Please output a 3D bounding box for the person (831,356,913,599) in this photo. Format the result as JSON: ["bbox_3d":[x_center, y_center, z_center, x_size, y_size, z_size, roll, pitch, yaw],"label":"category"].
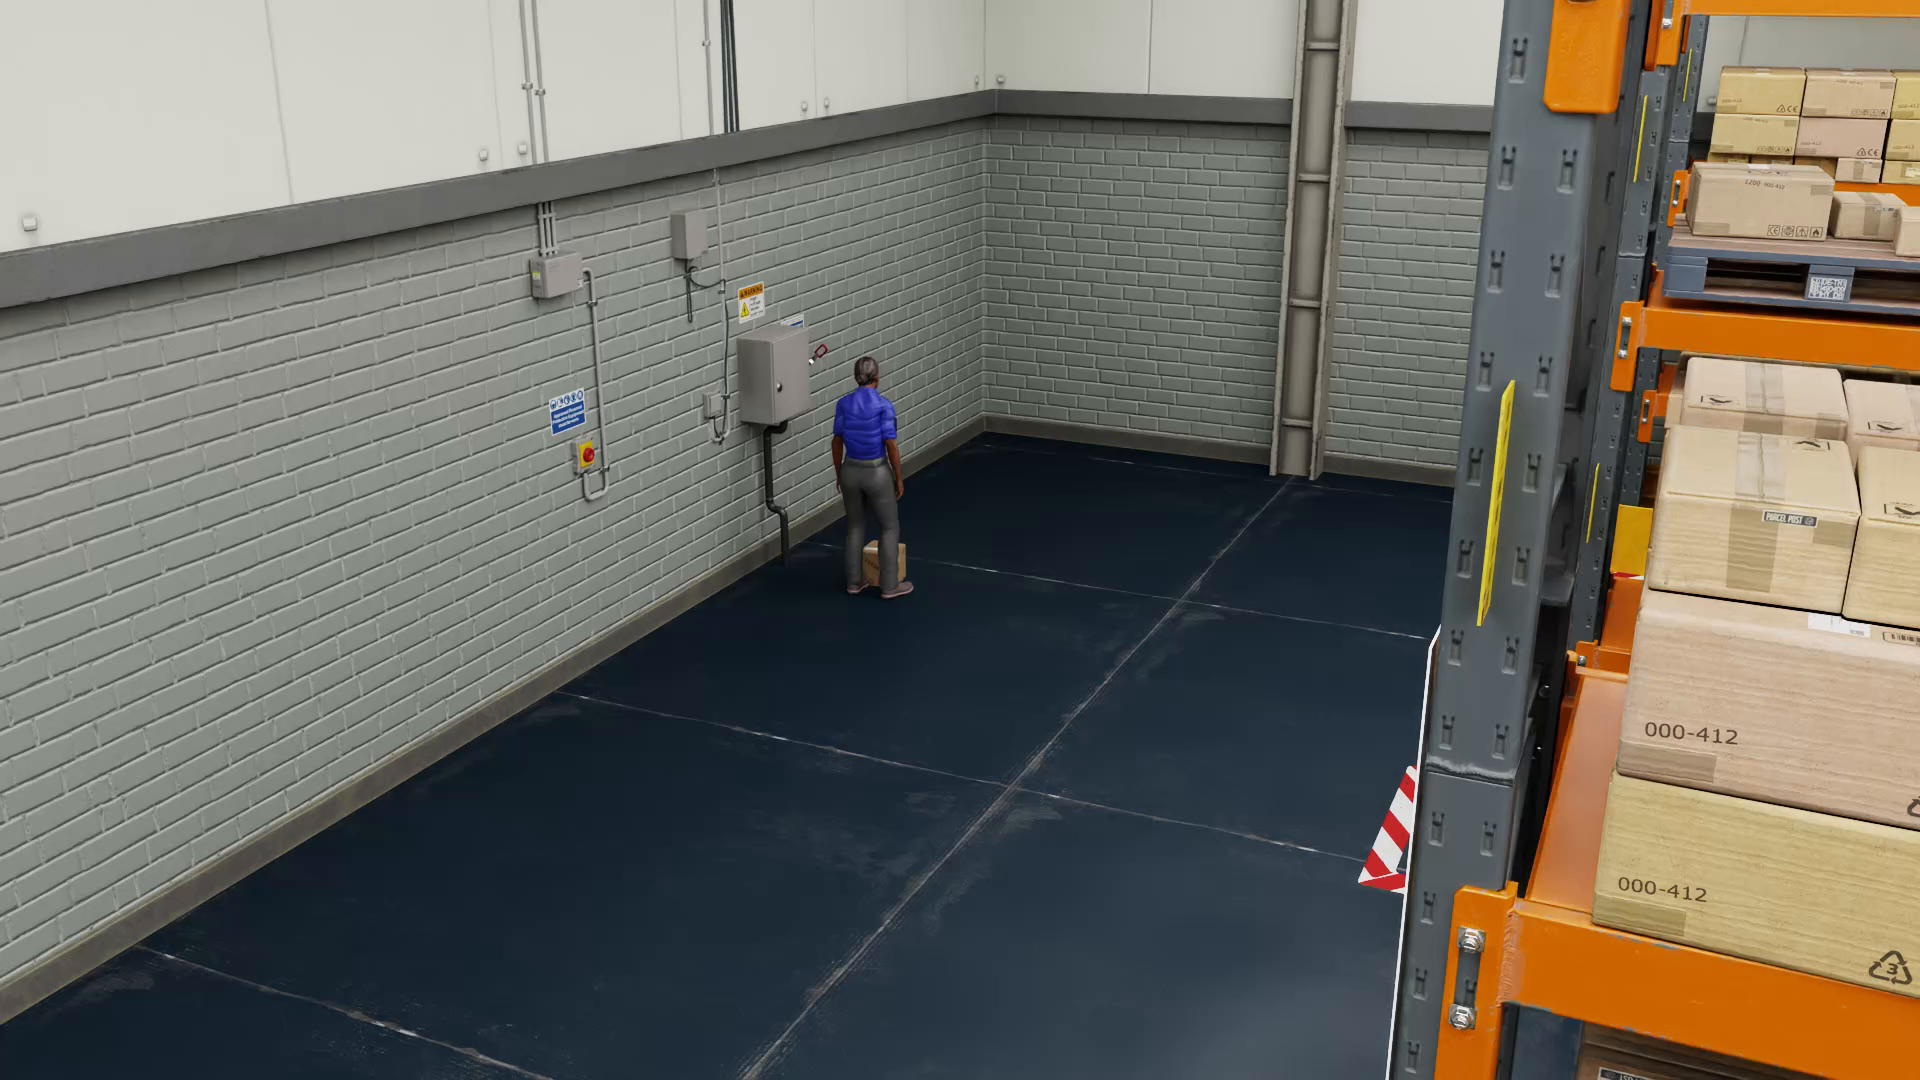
[{"bbox_3d":[-0.608,-0.419,11.282,0.523,1.653,0.348,7,20,20],"label":"person"}]
